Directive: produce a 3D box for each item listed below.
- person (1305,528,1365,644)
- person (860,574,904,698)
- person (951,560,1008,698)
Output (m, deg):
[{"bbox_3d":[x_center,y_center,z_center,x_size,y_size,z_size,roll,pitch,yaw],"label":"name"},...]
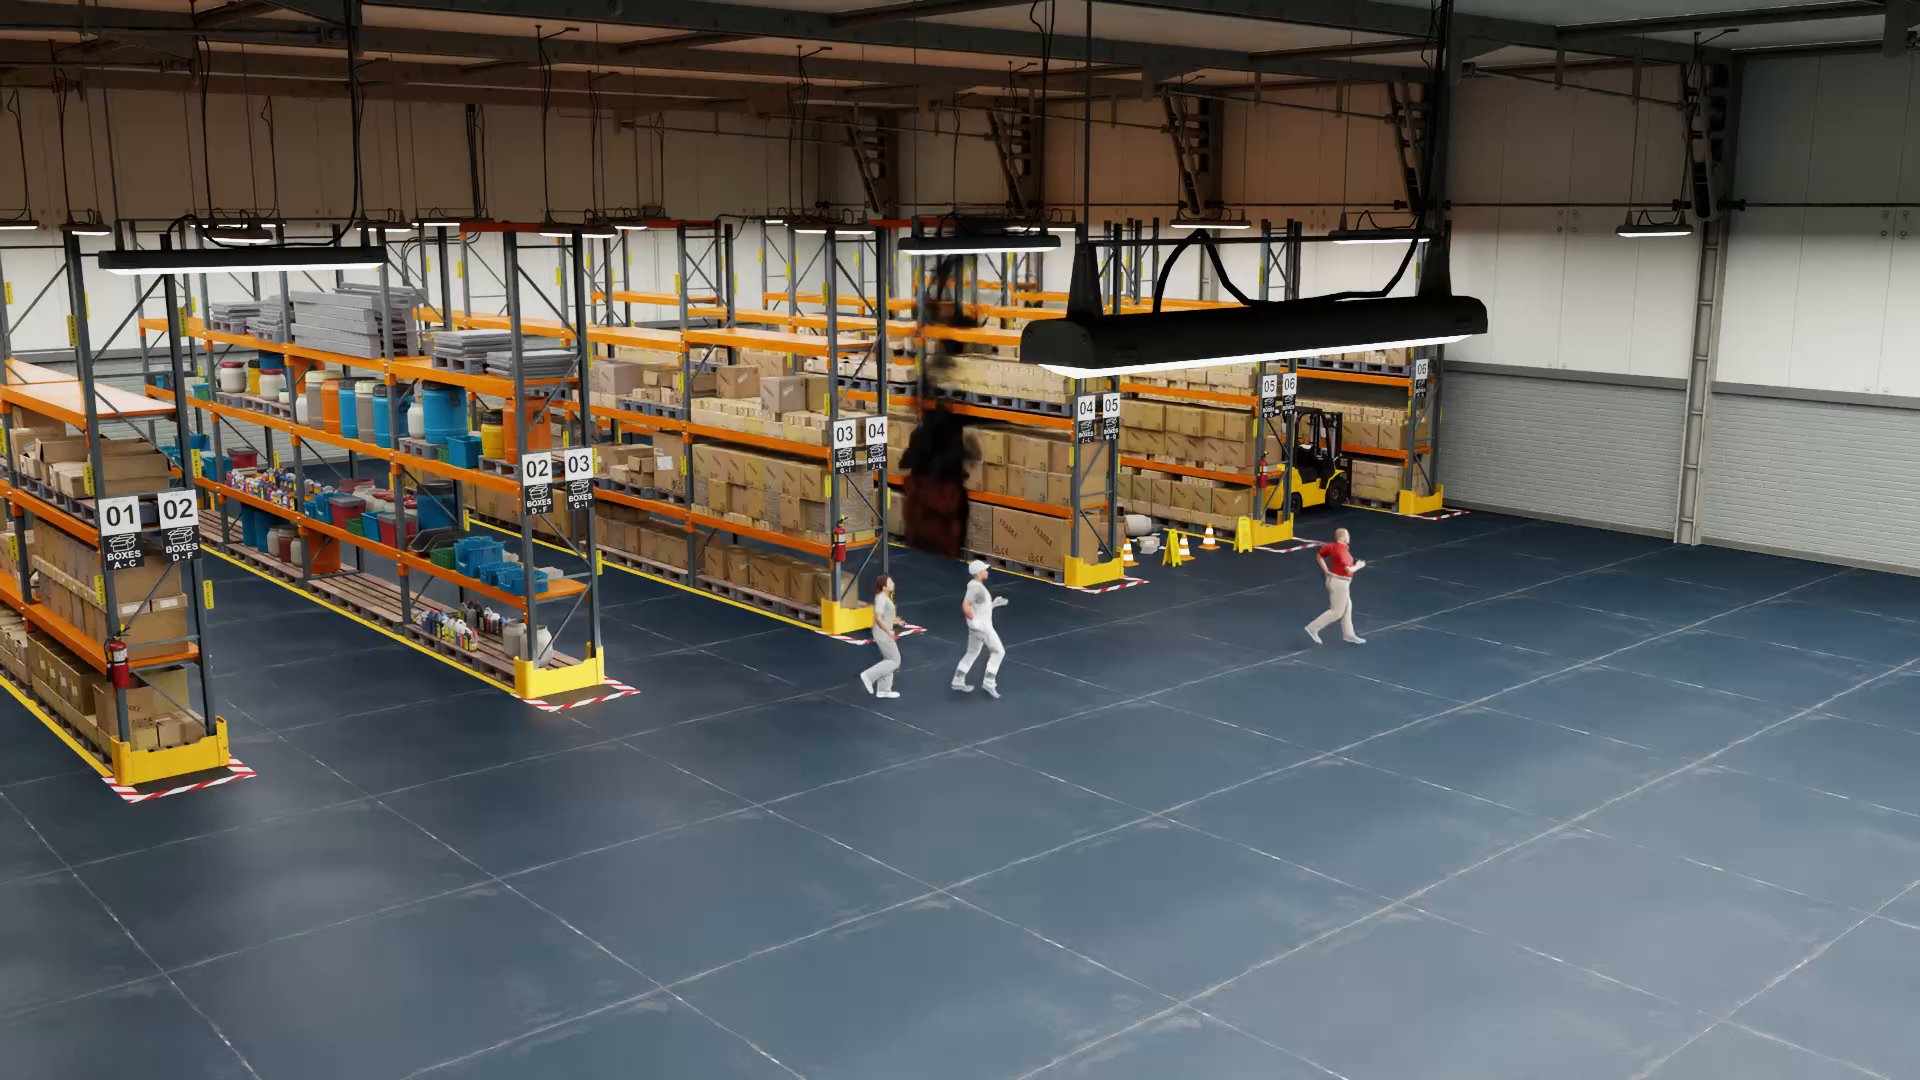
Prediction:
[{"bbox_3d":[5.456,0.673,24.068,0.950,1.722,0.682,-1,11,-6],"label":"person"},{"bbox_3d":[-1.017,1.247,21.609,0.605,1.639,0.560,-2,12,-10],"label":"person"},{"bbox_3d":[0.271,1.165,21.592,0.758,1.839,0.646,-3,12,-12],"label":"person"}]
